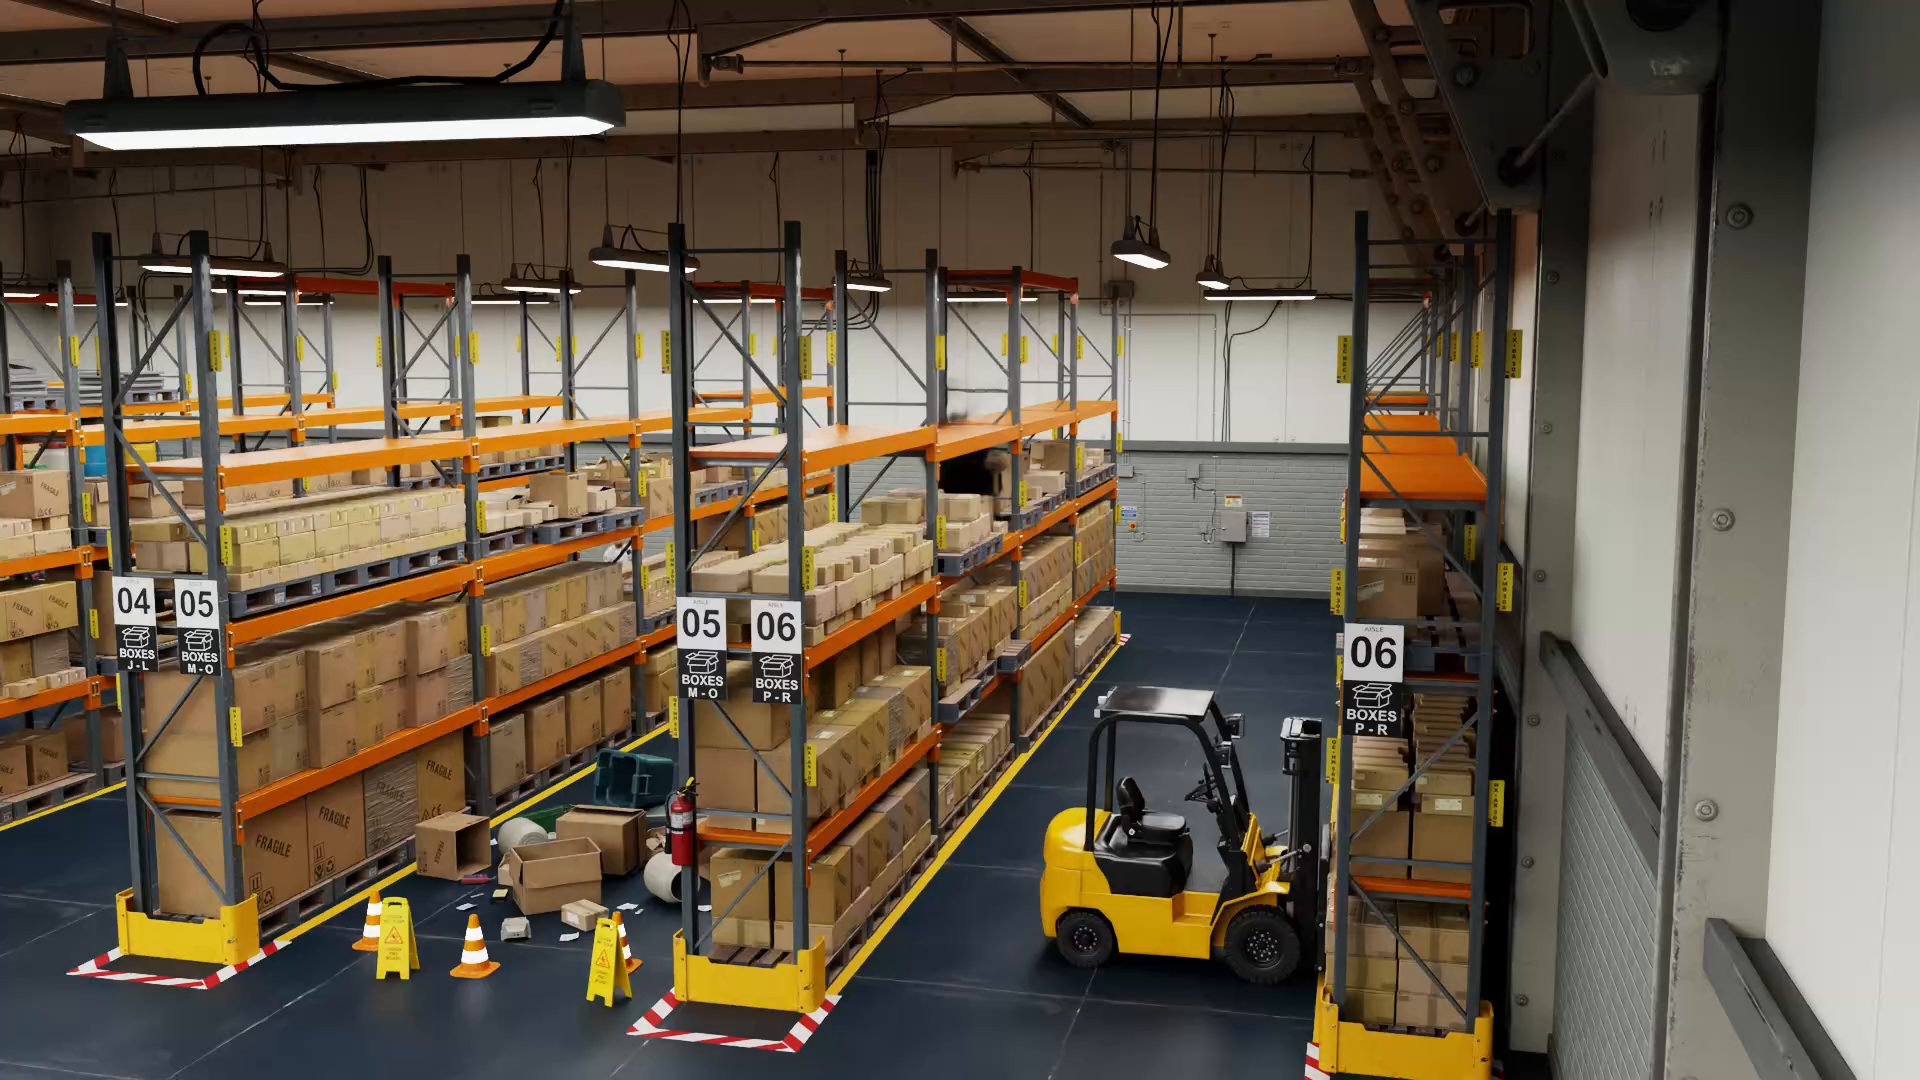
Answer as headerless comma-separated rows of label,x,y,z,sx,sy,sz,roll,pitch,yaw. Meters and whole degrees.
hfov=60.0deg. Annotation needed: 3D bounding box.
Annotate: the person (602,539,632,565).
person,-6.005,0.697,29.562,0.668,1.793,0.799,0,7,0
